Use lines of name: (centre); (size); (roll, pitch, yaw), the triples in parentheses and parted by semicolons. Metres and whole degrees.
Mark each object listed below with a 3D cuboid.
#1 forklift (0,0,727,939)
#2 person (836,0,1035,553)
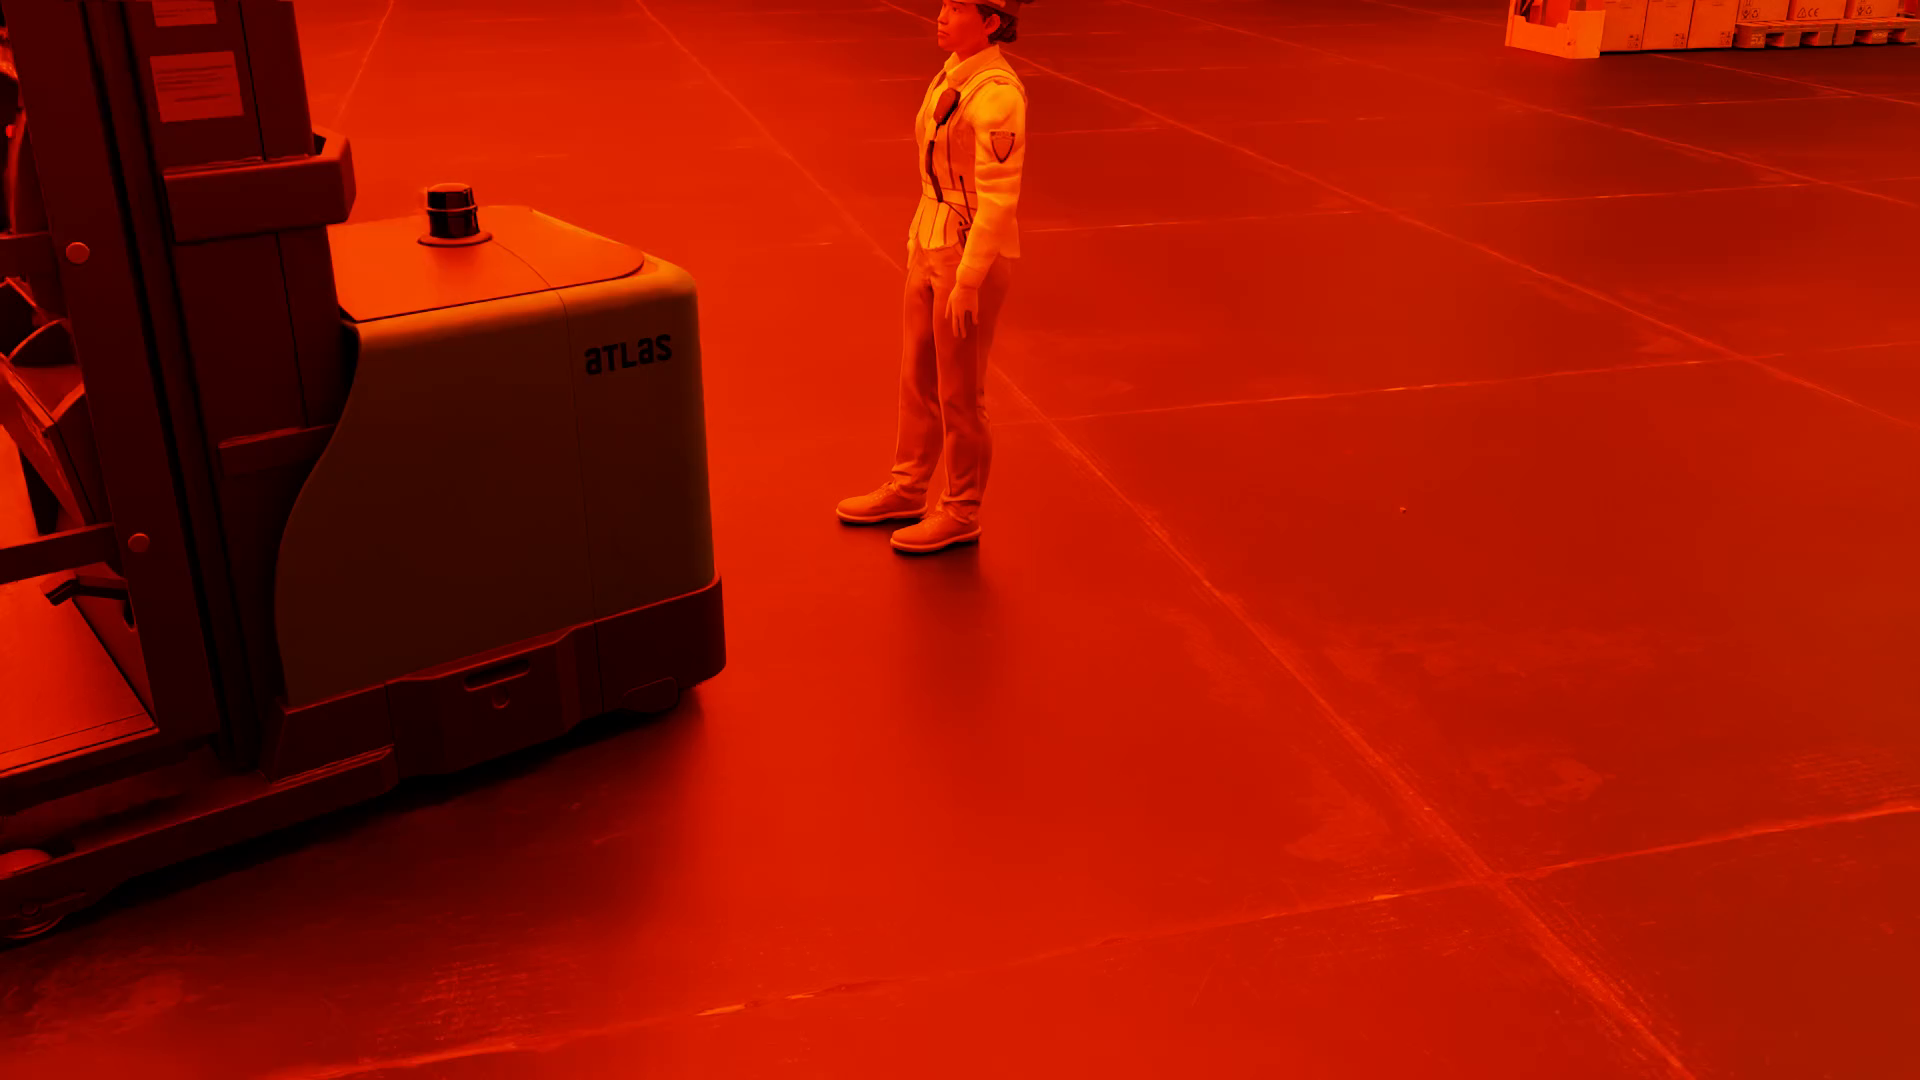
forklift: (-2.057, -0.763, 3.103); (3.031, 2.935, 1.130); (-17, 28, -34)
person: (-0.068, -0.781, 4.707); (0.531, 1.695, 0.587); (-6, 24, -14)
